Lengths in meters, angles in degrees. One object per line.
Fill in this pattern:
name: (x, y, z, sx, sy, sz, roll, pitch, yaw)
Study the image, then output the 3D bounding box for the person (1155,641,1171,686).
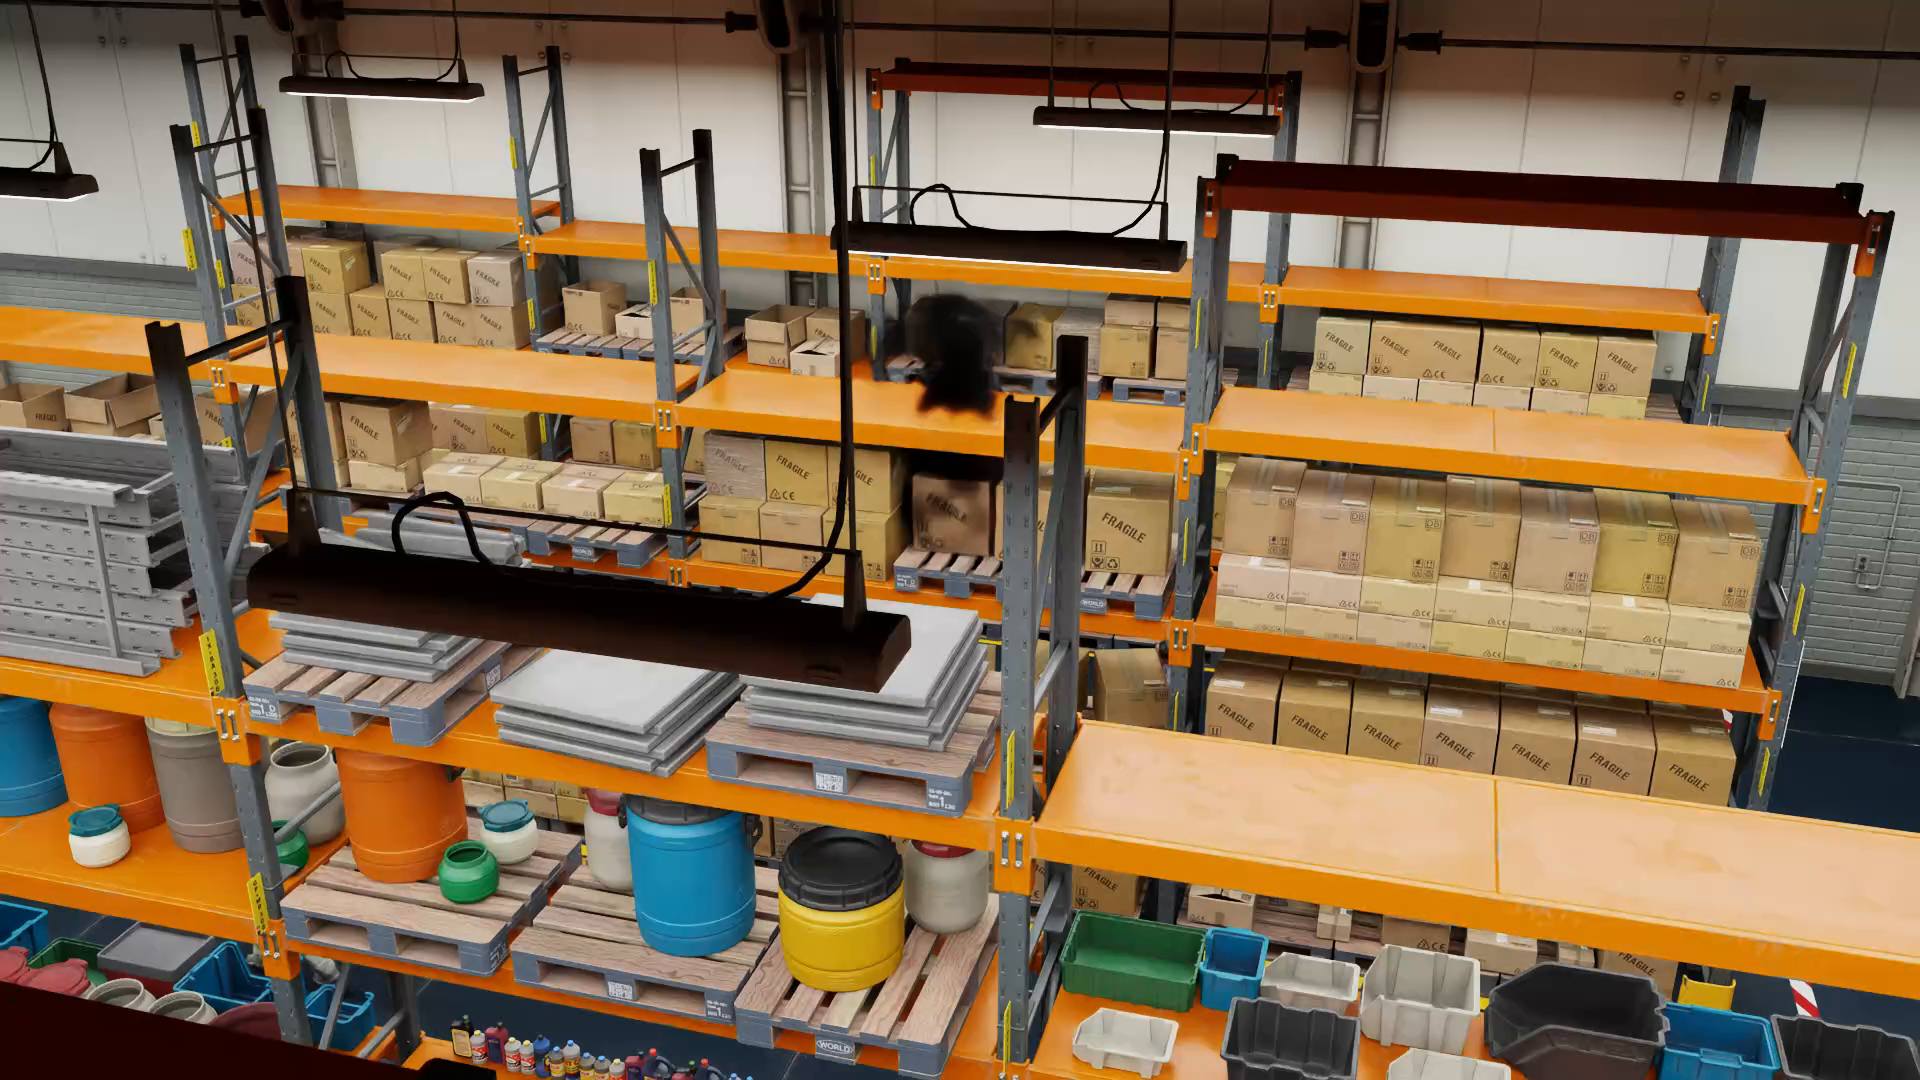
person: (1.843, 1.659, 14.734, 0.798, 1.643, 0.518, 5, 23, 11)

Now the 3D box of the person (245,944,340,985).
person: (-5.165, 2.648, 12.427, 1.057, 1.509, 0.619, 11, 25, 25)
